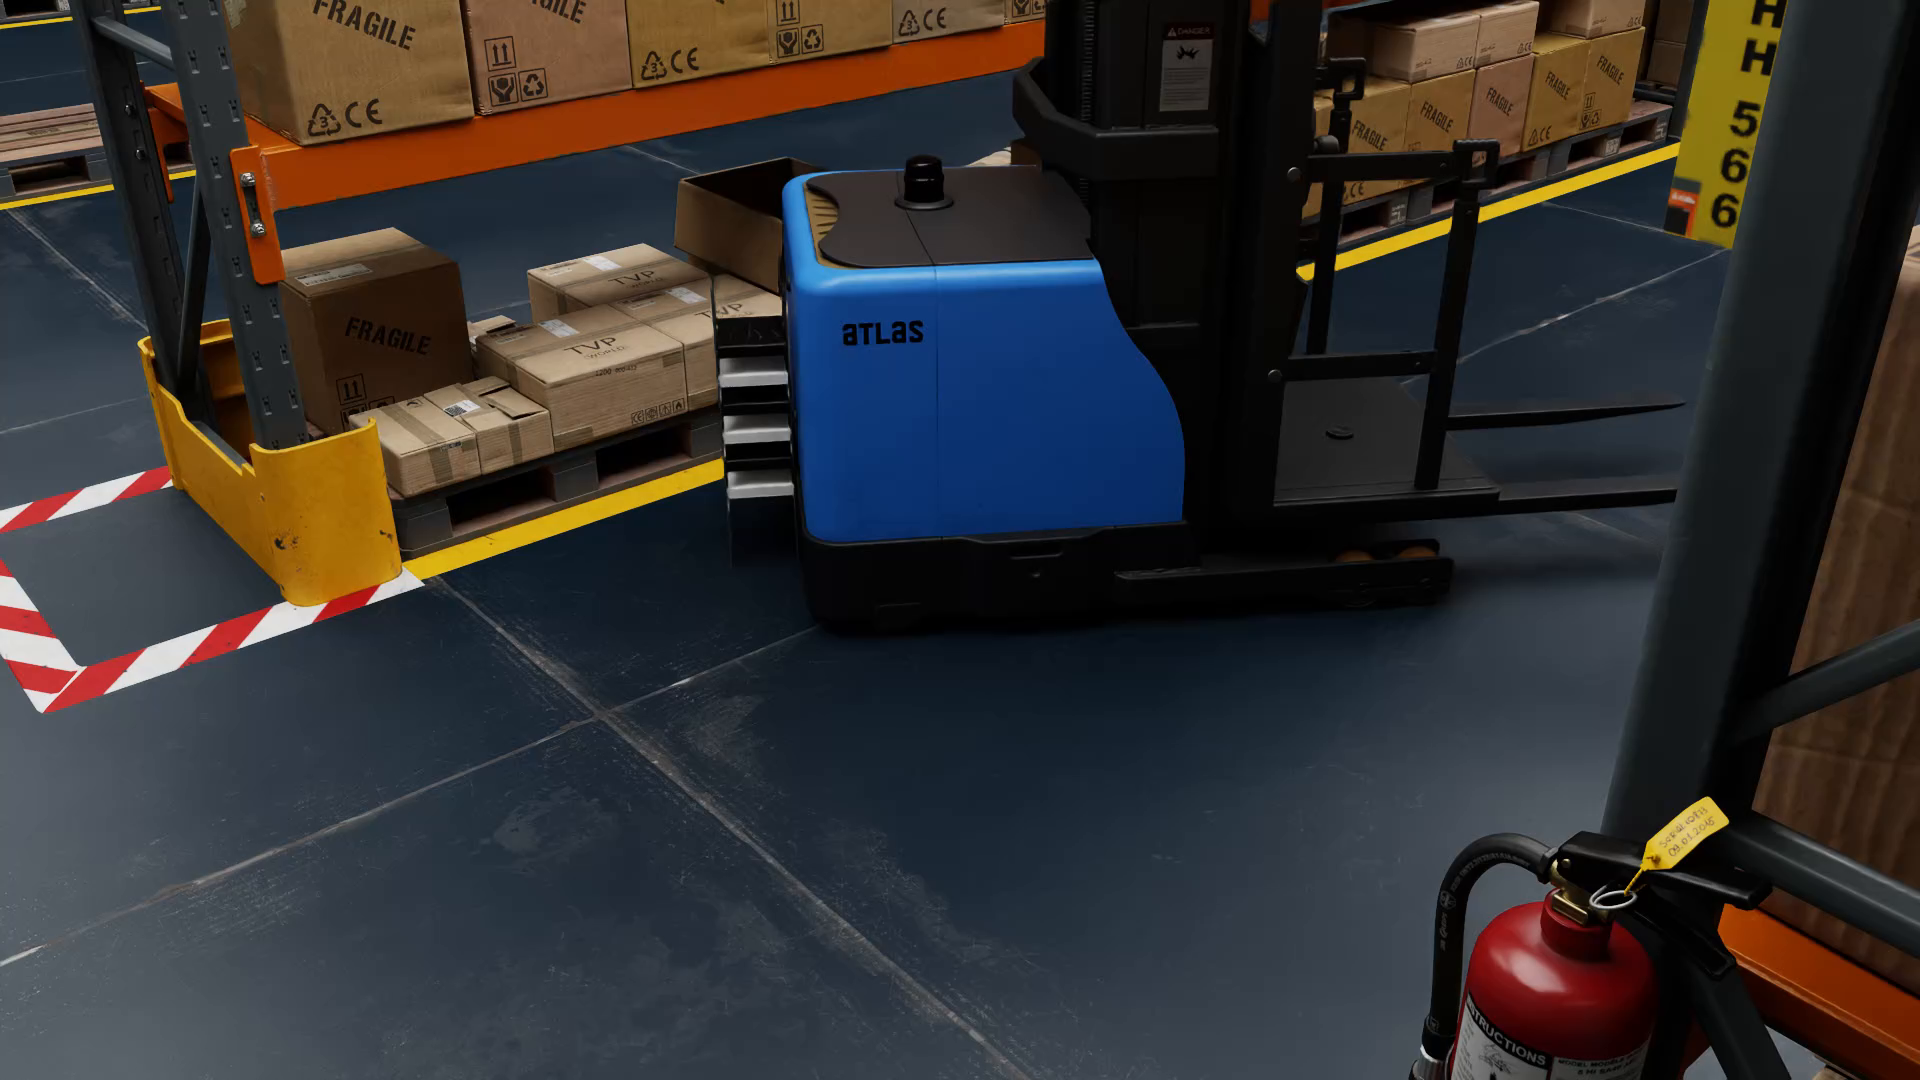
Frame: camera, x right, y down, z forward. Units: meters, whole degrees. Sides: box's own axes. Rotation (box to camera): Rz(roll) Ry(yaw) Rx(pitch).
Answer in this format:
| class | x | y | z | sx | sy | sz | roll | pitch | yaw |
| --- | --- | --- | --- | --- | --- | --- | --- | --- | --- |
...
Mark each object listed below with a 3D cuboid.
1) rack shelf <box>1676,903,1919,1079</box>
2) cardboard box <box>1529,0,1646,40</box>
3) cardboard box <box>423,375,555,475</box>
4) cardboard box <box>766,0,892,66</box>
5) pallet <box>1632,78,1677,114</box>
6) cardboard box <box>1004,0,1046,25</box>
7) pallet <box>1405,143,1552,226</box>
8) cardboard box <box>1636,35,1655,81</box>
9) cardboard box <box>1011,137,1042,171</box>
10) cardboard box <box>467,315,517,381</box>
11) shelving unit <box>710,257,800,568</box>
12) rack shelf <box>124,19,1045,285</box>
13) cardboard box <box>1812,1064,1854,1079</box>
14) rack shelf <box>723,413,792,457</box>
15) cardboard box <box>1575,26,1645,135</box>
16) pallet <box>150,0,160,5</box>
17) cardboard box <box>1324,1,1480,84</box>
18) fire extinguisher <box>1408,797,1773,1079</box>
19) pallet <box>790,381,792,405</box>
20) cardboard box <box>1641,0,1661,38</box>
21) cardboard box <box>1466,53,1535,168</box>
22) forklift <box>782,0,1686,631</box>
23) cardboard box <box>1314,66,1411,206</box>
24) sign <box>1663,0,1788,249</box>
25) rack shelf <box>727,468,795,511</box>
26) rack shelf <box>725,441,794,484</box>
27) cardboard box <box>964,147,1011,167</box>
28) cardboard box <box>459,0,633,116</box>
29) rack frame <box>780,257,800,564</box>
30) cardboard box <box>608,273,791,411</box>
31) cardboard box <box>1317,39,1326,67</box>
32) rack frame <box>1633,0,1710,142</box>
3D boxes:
| class | x | y | z | sx | sy | sz | roll | pitch | yaw |
| --- | --- | --- | --- | --- | --- | --- | --- | --- | --- |
| rack shelf | 2.501 | 0.128 | 2.591 | 4.000 | 0.370 | 1.077 | -22 | 35 | -35 |
| cardboard box | 3.248 | -2.833 | 8.758 | 0.500 | 0.250 | 0.500 | -20 | 34 | -33 |
| cardboard box | -1.507 | -0.378 | 5.314 | 0.250 | 0.166 | 0.380 | -22 | 35 | -35 |
| cardboard box | -0.576 | -1.902 | 5.521 | 0.500 | 0.500 | 0.500 | -21 | 35 | -34 |
| pallet | 4.499 | -2.808 | 10.280 | 1.213 | 0.211 | 1.003 | -22 | 35 | -35 |
| cardboard box | 0.199 | -2.217 | 6.110 | 0.500 | 0.500 | 0.500 | -21 | 34 | -34 |
| pallet | 2.327 | -1.984 | 8.738 | 1.213 | 0.211 | 1.003 | -22 | 35 | -35 |
| cardboard box | 4.089 | -3.020 | 10.191 | 0.500 | 0.250 | 0.500 | -21 | 35 | -34 |
| cardboard box | 0.555 | -1.391 | 6.857 | 0.500 | 0.500 | 0.500 | -22 | 35 | -35 |
| cardboard box | -1.619 | -0.643 | 5.810 | 0.250 | 0.166 | 0.380 | -22 | 35 | -35 |
| shelving unit | -0.613 | -0.373 | 4.993 | 0.210 | 0.900 | 0.258 | -4 | 28 | -7 |
| rack shelf | -0.717 | -1.647 | 5.912 | 4.000 | 0.370 | 1.077 | -22 | 35 | -35 |
| cardboard box | 1.447 | 1.090 | 2.234 | 0.500 | 0.500 | 0.700 | -22 | 35 | -35 |
| rack shelf | -0.613 | -0.343 | 5.008 | 0.200 | 0.077 | 0.258 | -4 | 28 | -7 |
| cardboard box | 3.288 | -2.521 | 8.970 | 0.500 | 0.500 | 0.500 | -20 | 34 | -33 |
| pallet | -6.252 | -4.695 | 13.811 | 1.213 | 0.211 | 1.003 | -22 | 35 | -35 |
| cardboard box | 2.091 | -2.365 | 7.882 | 0.500 | 0.250 | 0.500 | -22 | 35 | -35 |
| fire extinguisher | 0.565 | 0.502 | 1.606 | 0.183 | 0.674 | 0.296 | -22 | 35 | -35 |
| pallet | -0.648 | -0.761 | 6.450 | 1.213 | 0.211 | 1.003 | -22 | 35 | -35 |
| cardboard box | 4.086 | -3.268 | 10.059 | 0.500 | 0.311 | 0.500 | -21 | 34 | -34 |
| cardboard box | 2.499 | -2.200 | 8.369 | 0.500 | 0.500 | 0.500 | -23 | 36 | -37 |
| forklift | 1.005 | -1.338 | 4.643 | 3.031 | 2.935 | 1.130 | -4 | 28 | -7 |
| cardboard box | 1.729 | -1.895 | 7.799 | 0.500 | 0.500 | 0.500 | -21 | 35 | -34 |
| sign | 0.637 | -0.391 | 1.320 | 0.005 | 0.325 | 0.100 | -22 | 35 | -35 |
| rack shelf | -0.613 | -0.185 | 5.093 | 0.200 | 0.077 | 0.258 | -4 | 28 | -7 |
| rack shelf | -0.613 | -0.264 | 5.051 | 0.200 | 0.077 | 0.258 | -4 | 28 | -7 |
| cardboard box | 0.344 | -1.533 | 7.322 | 0.500 | 0.311 | 0.500 | -22 | 35 | -35 |
| cardboard box | -1.341 | -1.597 | 4.950 | 0.500 | 0.500 | 0.500 | -22 | 35 | -35 |
| rack frame | -0.512 | -0.379 | 5.005 | 0.006 | 0.900 | 0.240 | -4 | 28 | -7 |
| cardboard box | -0.880 | -0.704 | 5.836 | 0.500 | 0.250 | 0.500 | -22 | 35 | -35 |
| cardboard box | 1.757 | -2.223 | 8.412 | 0.500 | 0.500 | 0.500 | -21 | 35 | -34 |
| rack frame | 3.847 | -3.800 | 9.177 | 0.127 | 3.000 | 1.000 | -22 | 35 | -35 |
